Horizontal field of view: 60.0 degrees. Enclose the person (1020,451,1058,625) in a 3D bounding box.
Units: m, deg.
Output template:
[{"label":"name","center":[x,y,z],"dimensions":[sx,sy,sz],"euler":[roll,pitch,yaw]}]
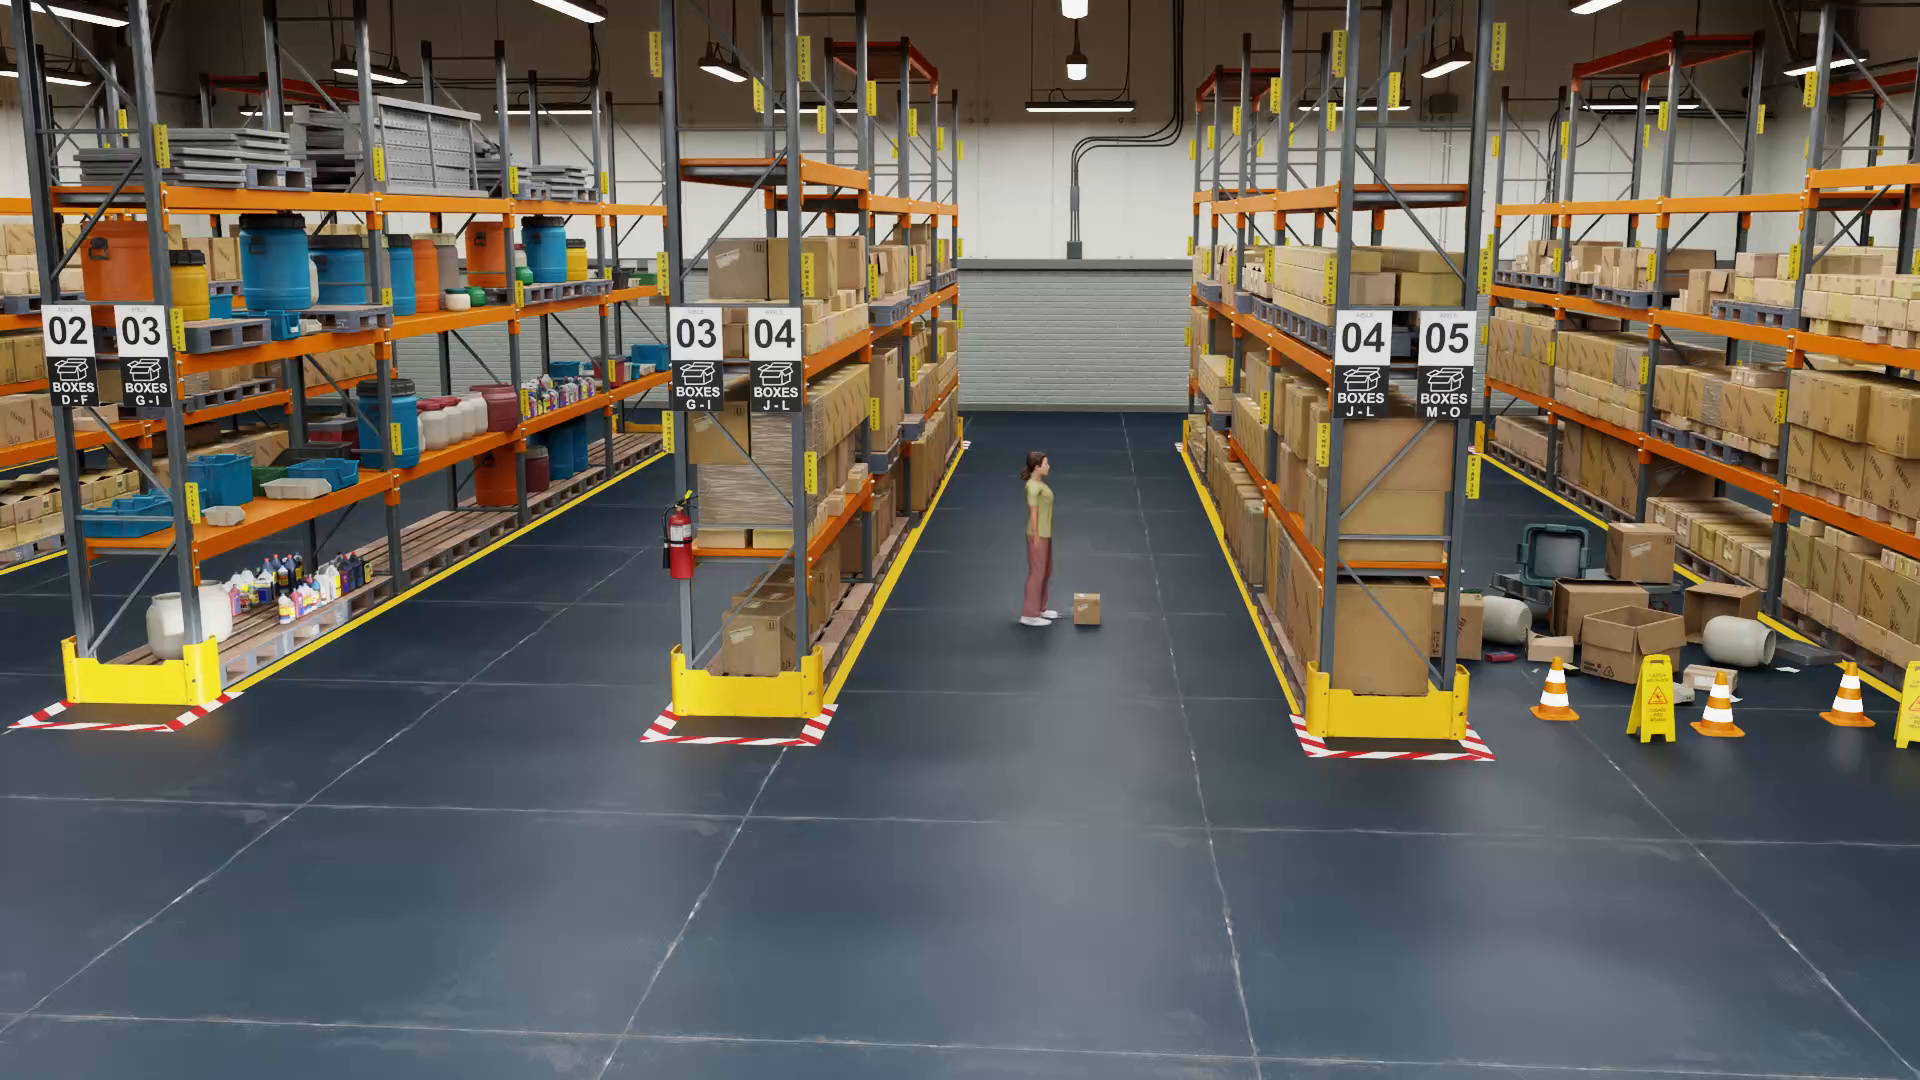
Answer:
[{"label":"person","center":[0.763,-0.024,16.128],"dimensions":[0.382,1.685,0.439],"euler":[1,11,5]}]
